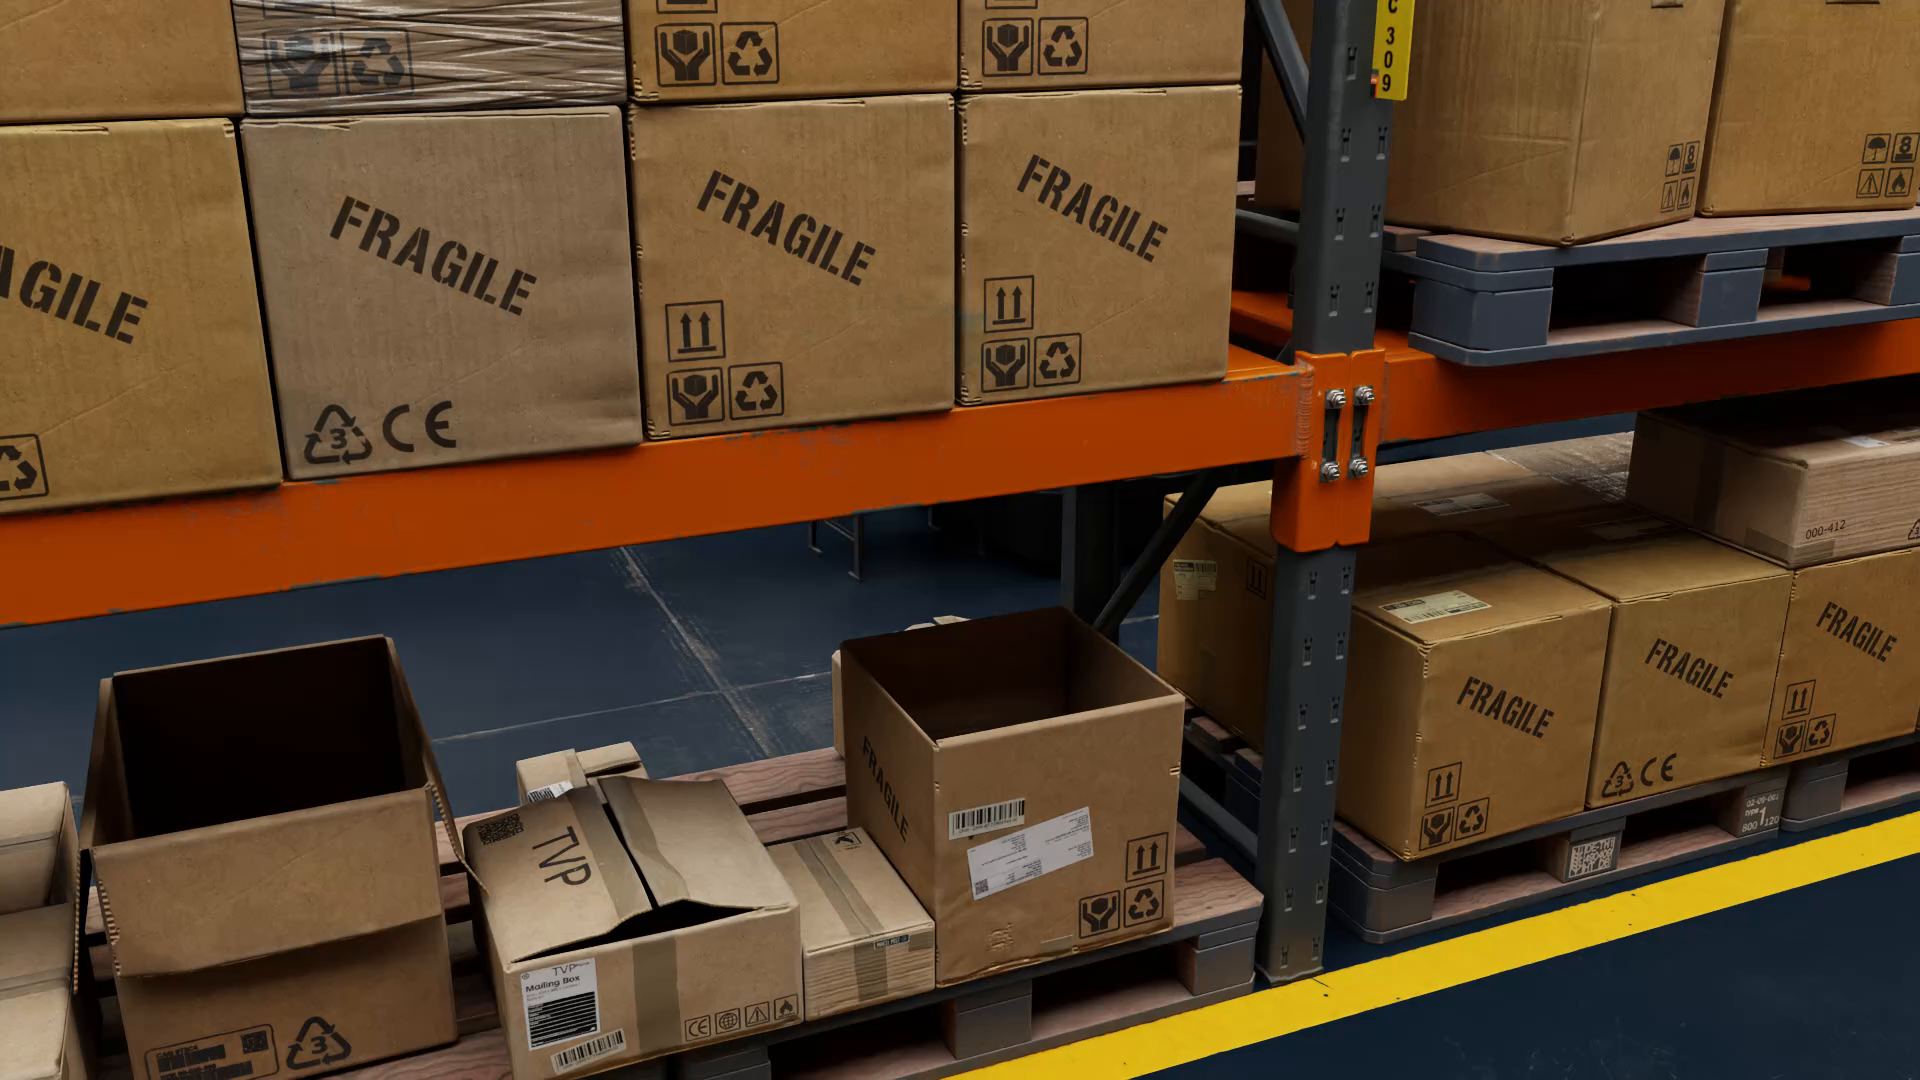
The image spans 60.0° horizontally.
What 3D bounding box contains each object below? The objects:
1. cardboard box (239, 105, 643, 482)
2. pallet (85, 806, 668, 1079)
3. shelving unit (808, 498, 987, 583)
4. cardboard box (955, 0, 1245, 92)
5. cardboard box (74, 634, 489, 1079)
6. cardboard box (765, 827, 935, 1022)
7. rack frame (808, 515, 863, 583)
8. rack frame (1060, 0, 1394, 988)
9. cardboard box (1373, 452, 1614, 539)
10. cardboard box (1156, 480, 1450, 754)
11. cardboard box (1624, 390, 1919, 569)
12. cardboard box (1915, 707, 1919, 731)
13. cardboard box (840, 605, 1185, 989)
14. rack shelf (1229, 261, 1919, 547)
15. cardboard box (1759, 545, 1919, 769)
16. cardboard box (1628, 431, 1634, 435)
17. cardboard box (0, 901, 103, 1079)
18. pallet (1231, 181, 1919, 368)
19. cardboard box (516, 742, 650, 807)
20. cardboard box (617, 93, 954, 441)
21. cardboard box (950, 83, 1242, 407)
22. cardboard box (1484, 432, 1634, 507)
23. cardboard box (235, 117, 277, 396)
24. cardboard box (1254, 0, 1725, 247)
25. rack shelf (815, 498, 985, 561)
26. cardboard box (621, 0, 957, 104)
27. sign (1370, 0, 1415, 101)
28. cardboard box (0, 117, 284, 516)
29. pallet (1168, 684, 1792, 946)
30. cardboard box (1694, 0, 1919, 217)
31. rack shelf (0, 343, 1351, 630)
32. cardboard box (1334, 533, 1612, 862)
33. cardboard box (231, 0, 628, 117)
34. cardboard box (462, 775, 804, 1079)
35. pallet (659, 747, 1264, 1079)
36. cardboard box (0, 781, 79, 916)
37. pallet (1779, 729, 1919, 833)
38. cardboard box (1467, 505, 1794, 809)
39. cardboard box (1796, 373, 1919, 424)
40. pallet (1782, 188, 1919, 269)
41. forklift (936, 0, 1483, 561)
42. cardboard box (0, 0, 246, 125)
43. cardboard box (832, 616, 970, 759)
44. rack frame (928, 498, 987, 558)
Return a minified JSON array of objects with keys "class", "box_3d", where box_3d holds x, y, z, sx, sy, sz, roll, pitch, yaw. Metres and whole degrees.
[{"class":"cardboard box","box_3d":[-0.802,-0.423,2.555,0.500,0.500,0.500,-8,21,-21]},{"class":"pallet","box_3d":[-1.254,0.911,3.116,1.213,0.211,1.003,-8,21,-22]},{"class":"shelving unit","box_3d":[-0.223,-0.945,5.544,0.503,2.100,0.431,-11,22,-28]},{"class":"cardboard box","box_3d":[0.137,-1.029,2.773,0.500,0.500,0.500,-8,21,-22]},{"class":"cardboard box","box_3d":[-1.224,0.563,3.004,0.637,0.503,0.797,-8,21,-22]},{"class":"cardboard box","box_3d":[-0.232,0.710,3.118,0.250,0.149,0.380,-8,21,-22]},{"class":"rack frame","box_3d":[-0.434,-0.904,5.429,0.015,2.100,0.400,-11,22,-28]},{"class":"rack frame","box_3d":[0.499,-0.656,3.368,0.127,3.000,1.000,-8,21,-22]},{"class":"cardboard box","box_3d":[1.296,0.101,4.321,0.500,0.500,0.500,-8,21,-22]},{"class":"cardboard box","box_3d":[0.839,0.163,4.143,0.500,0.500,0.500,-8,21,-22]},{"class":"cardboard box","box_3d":[1.958,-0.159,3.929,0.500,0.250,0.500,-8,21,-22]},{"class":"cardboard box","box_3d":[2.451,0.123,4.258,0.500,0.500,0.500,-9,21,-24]},{"class":"cardboard box","box_3d":[0.088,0.477,3.252,0.500,0.500,0.500,-8,21,-22]},{"class":"rack shelf","box_3d":[2.335,-0.580,4.235,4.000,0.370,1.077,-8,21,-22]},{"class":"cardboard box","box_3d":[1.987,0.189,4.069,0.500,0.500,0.500,-8,21,-21]},{"class":"cardboard box","box_3d":[2.223,-0.033,4.699,0.500,0.500,0.500,-9,21,-24]},{"class":"cardboard box","box_3d":[-1.644,0.843,2.589,0.500,0.250,0.500,-8,21,-22]},{"class":"pallet","box_3d":[1.276,-0.637,3.604,1.213,0.211,1.003,-8,21,-22]},{"class":"cardboard box","box_3d":[-0.762,0.579,3.465,0.250,0.166,0.380,-8,21,-22]},{"class":"cardboard box","box_3d":[-0.331,-0.491,2.749,0.500,0.500,0.500,-8,21,-20]},{"class":"cardboard box","box_3d":[0.142,-0.559,2.943,0.500,0.500,0.500,-8,21,-21]},{"class":"cardboard box","box_3d":[1.757,0.035,4.508,0.500,0.500,0.500,-8,21,-21]},{"class":"cardboard box","box_3d":[-1.472,-0.518,2.827,0.500,0.500,0.500,-8,21,-23]},{"class":"cardboard box","box_3d":[1.023,-0.895,3.265,0.500,0.500,0.700,-17,26,-40]},{"class":"rack shelf","box_3d":[-0.223,-0.272,5.782,0.480,0.518,0.431,-11,22,-28]},{"class":"cardboard box","box_3d":[-0.332,-0.961,2.579,0.500,0.500,0.500,-9,21,-23]},{"class":"sign","box_3d":[0.721,-0.900,2.758,0.005,0.325,0.100,-8,21,-22]},{"class":"cardboard box","box_3d":[-1.269,-0.355,2.362,0.500,0.500,0.500,-8,21,-21]},{"class":"pallet","box_3d":[1.231,0.541,4.168,1.213,0.211,1.003,-8,21,-22]},{"class":"cardboard box","box_3d":[1.629,-1.005,3.577,0.500,0.500,0.700,-5,20,-13]},{"class":"rack shelf","box_3d":[-1.337,-0.054,2.741,4.000,0.370,1.077,-8,21,-22]},{"class":"cardboard box","box_3d":[1.040,0.326,3.680,0.500,0.500,0.500,-9,21,-24]},{"class":"cardboard box","box_3d":[-0.795,-0.895,2.391,0.500,0.500,0.500,-8,21,-21]},{"class":"cardboard box","box_3d":[-0.600,0.665,3.003,0.500,0.311,0.500,-8,21,-22]},{"class":"pallet","box_3d":[-0.132,0.750,3.576,1.213,0.211,1.003,-8,21,-22]},{"class":"cardboard box","box_3d":[-1.888,0.697,3.003,0.500,0.250,0.500,-8,21,-22]},{"class":"pallet","box_3d":[2.353,0.379,4.628,1.213,0.211,1.003,-8,21,-22]},{"class":"cardboard box","box_3d":[1.525,0.253,3.889,0.500,0.500,0.500,-8,21,-21]},{"class":"cardboard box","box_3d":[2.418,-0.225,4.117,0.500,0.250,0.500,-9,21,-23]},{"class":"pallet","box_3d":[2.388,-0.834,4.164,1.213,0.211,1.003,-8,21,-22]},{"class":"forklift","box_3d":[1.311,-1.633,6.247,3.031,2.935,1.130,-11,22,-28]},{"class":"cardboard box","box_3d":[-1.257,-0.829,2.204,0.500,0.500,0.500,-8,21,-22]},{"class":"cardboard box","box_3d":[0.028,0.394,3.772,0.500,0.311,0.500,-8,21,-22]},{"class":"rack frame","box_3d":[-0.012,-0.986,5.660,0.015,2.100,0.400,-11,22,-28]}]
